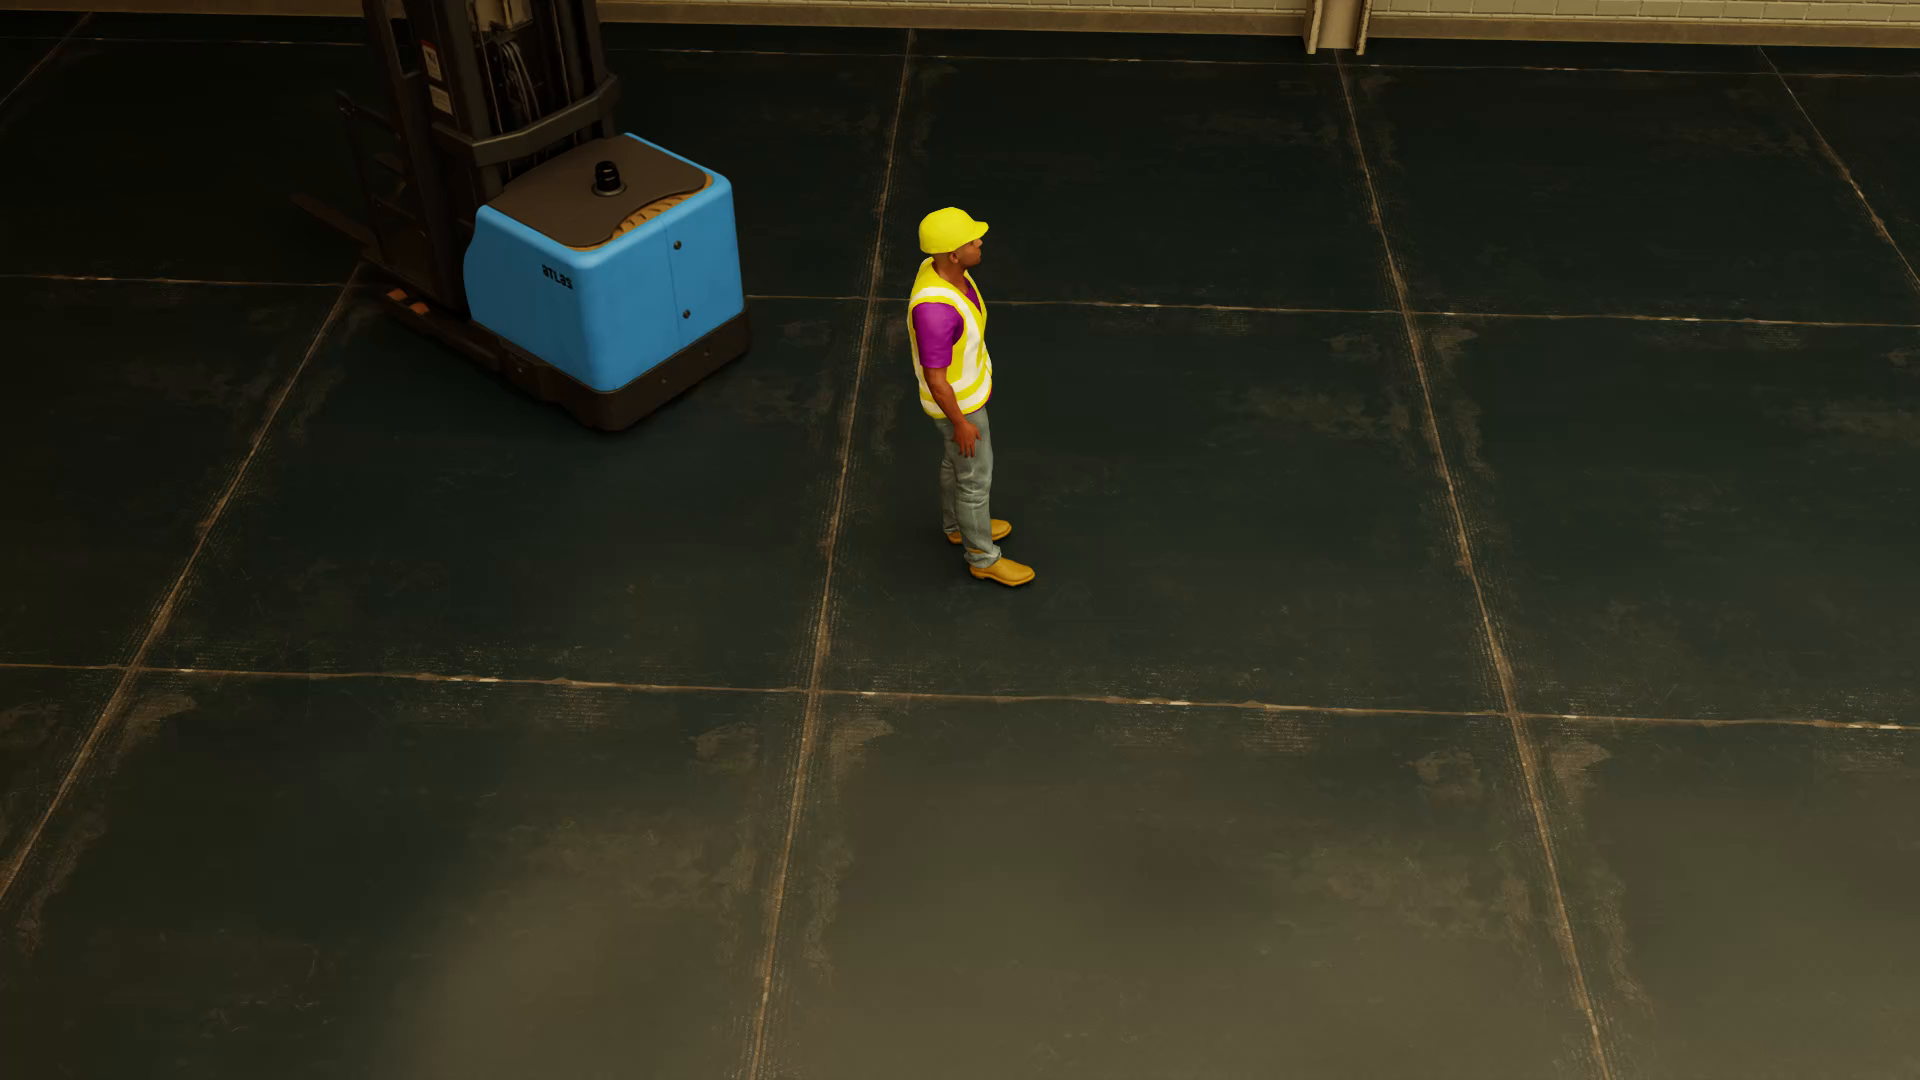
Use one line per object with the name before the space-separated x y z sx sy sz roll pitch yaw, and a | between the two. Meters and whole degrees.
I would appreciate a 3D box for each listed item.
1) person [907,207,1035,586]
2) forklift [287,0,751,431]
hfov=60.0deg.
person | 0.069 -0.651 7.309 0.576 1.766 0.665 2 42 2
forklift | -2.588 -2.473 8.451 3.031 2.935 1.130 29 50 28
